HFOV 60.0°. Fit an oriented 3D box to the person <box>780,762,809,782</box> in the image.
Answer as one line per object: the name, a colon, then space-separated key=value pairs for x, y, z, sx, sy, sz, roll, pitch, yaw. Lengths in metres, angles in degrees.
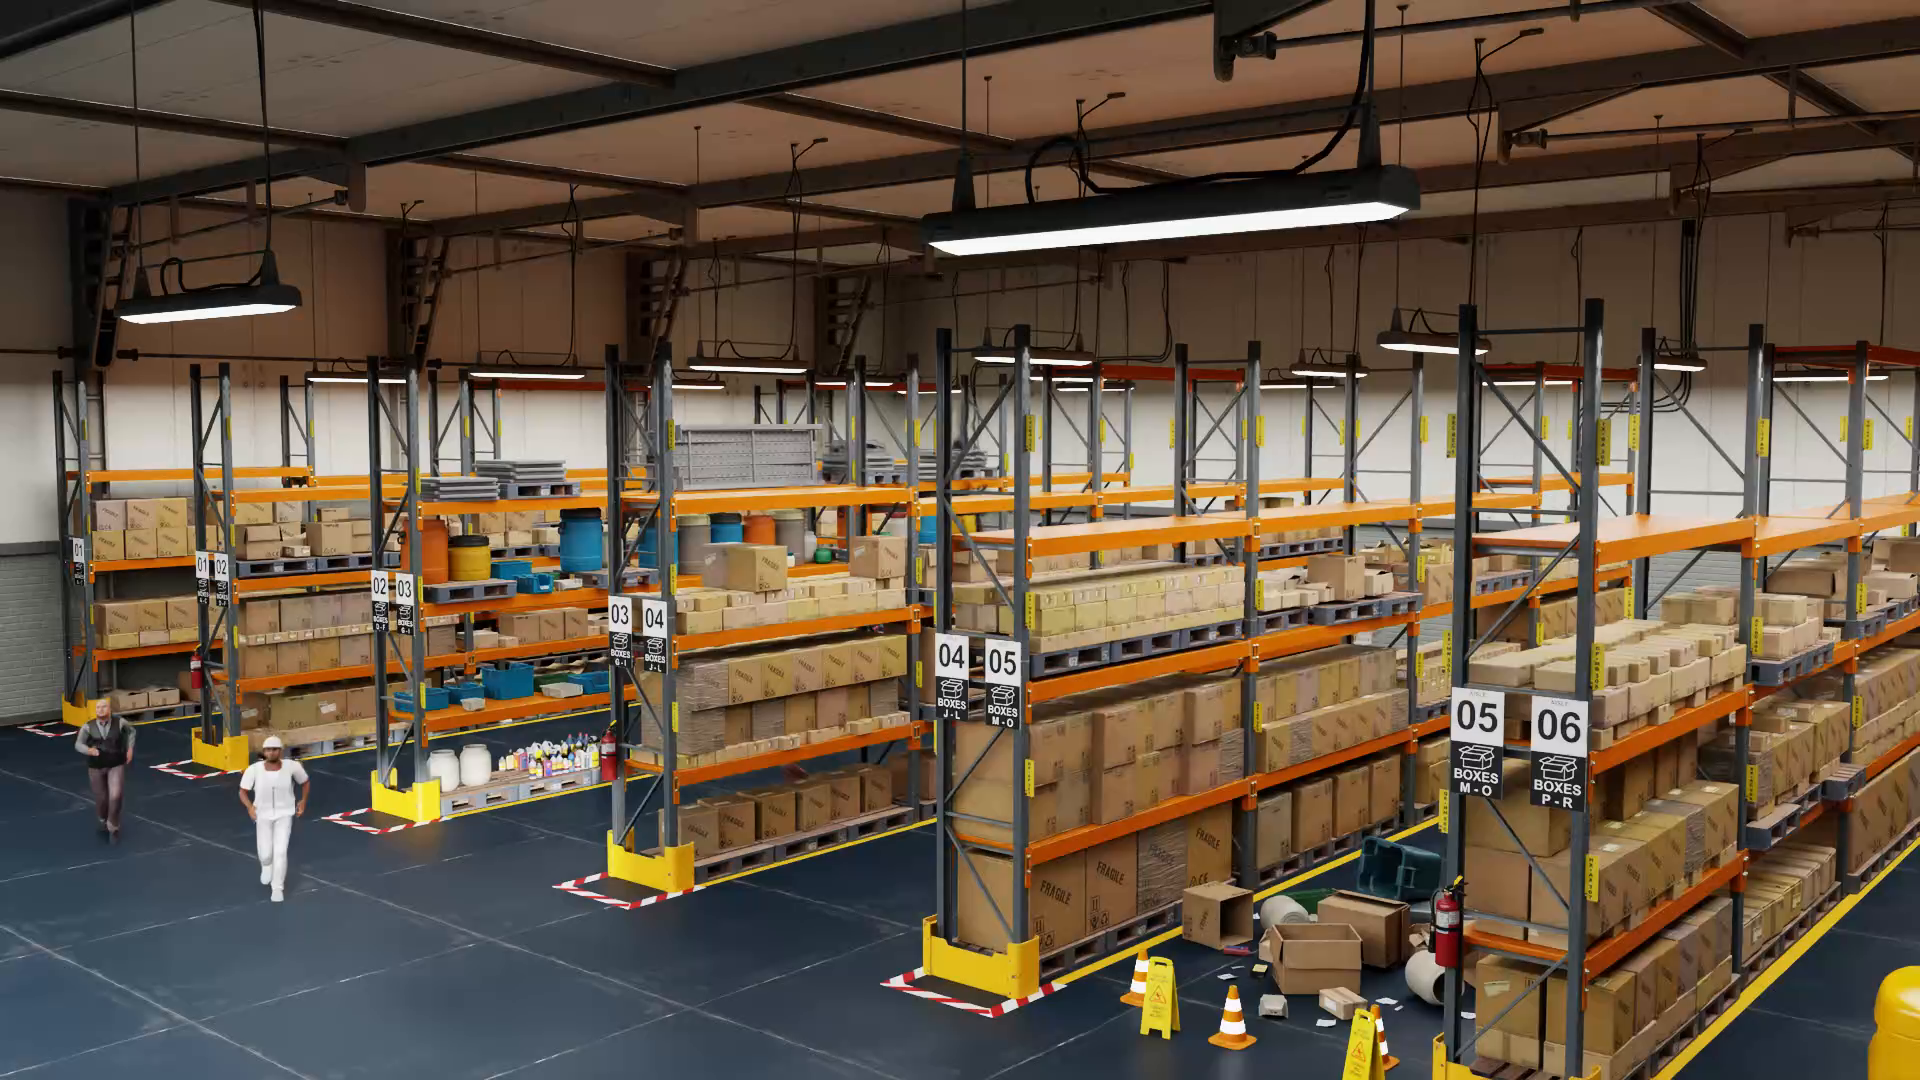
person: x=-2.300 y=2.717 z=22.645 sx=0.588 sy=1.635 sz=0.528 roll=3 pitch=5 yaw=39

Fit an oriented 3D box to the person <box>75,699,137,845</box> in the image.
person: x=-10.522 y=2.839 z=20.497 sx=0.662 sy=1.773 sz=0.768 roll=-2 pitch=4 yaw=-21

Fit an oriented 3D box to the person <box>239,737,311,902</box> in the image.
person: x=-7.445 y=2.996 z=18.095 sx=0.726 sy=1.752 sz=0.720 roll=-2 pitch=4 yaw=-20

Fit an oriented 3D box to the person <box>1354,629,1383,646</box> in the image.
person: x=7.627 y=2.005 z=31.499 sx=0.663 sy=1.775 sz=0.752 roll=-4 pitch=6 yaw=-42
